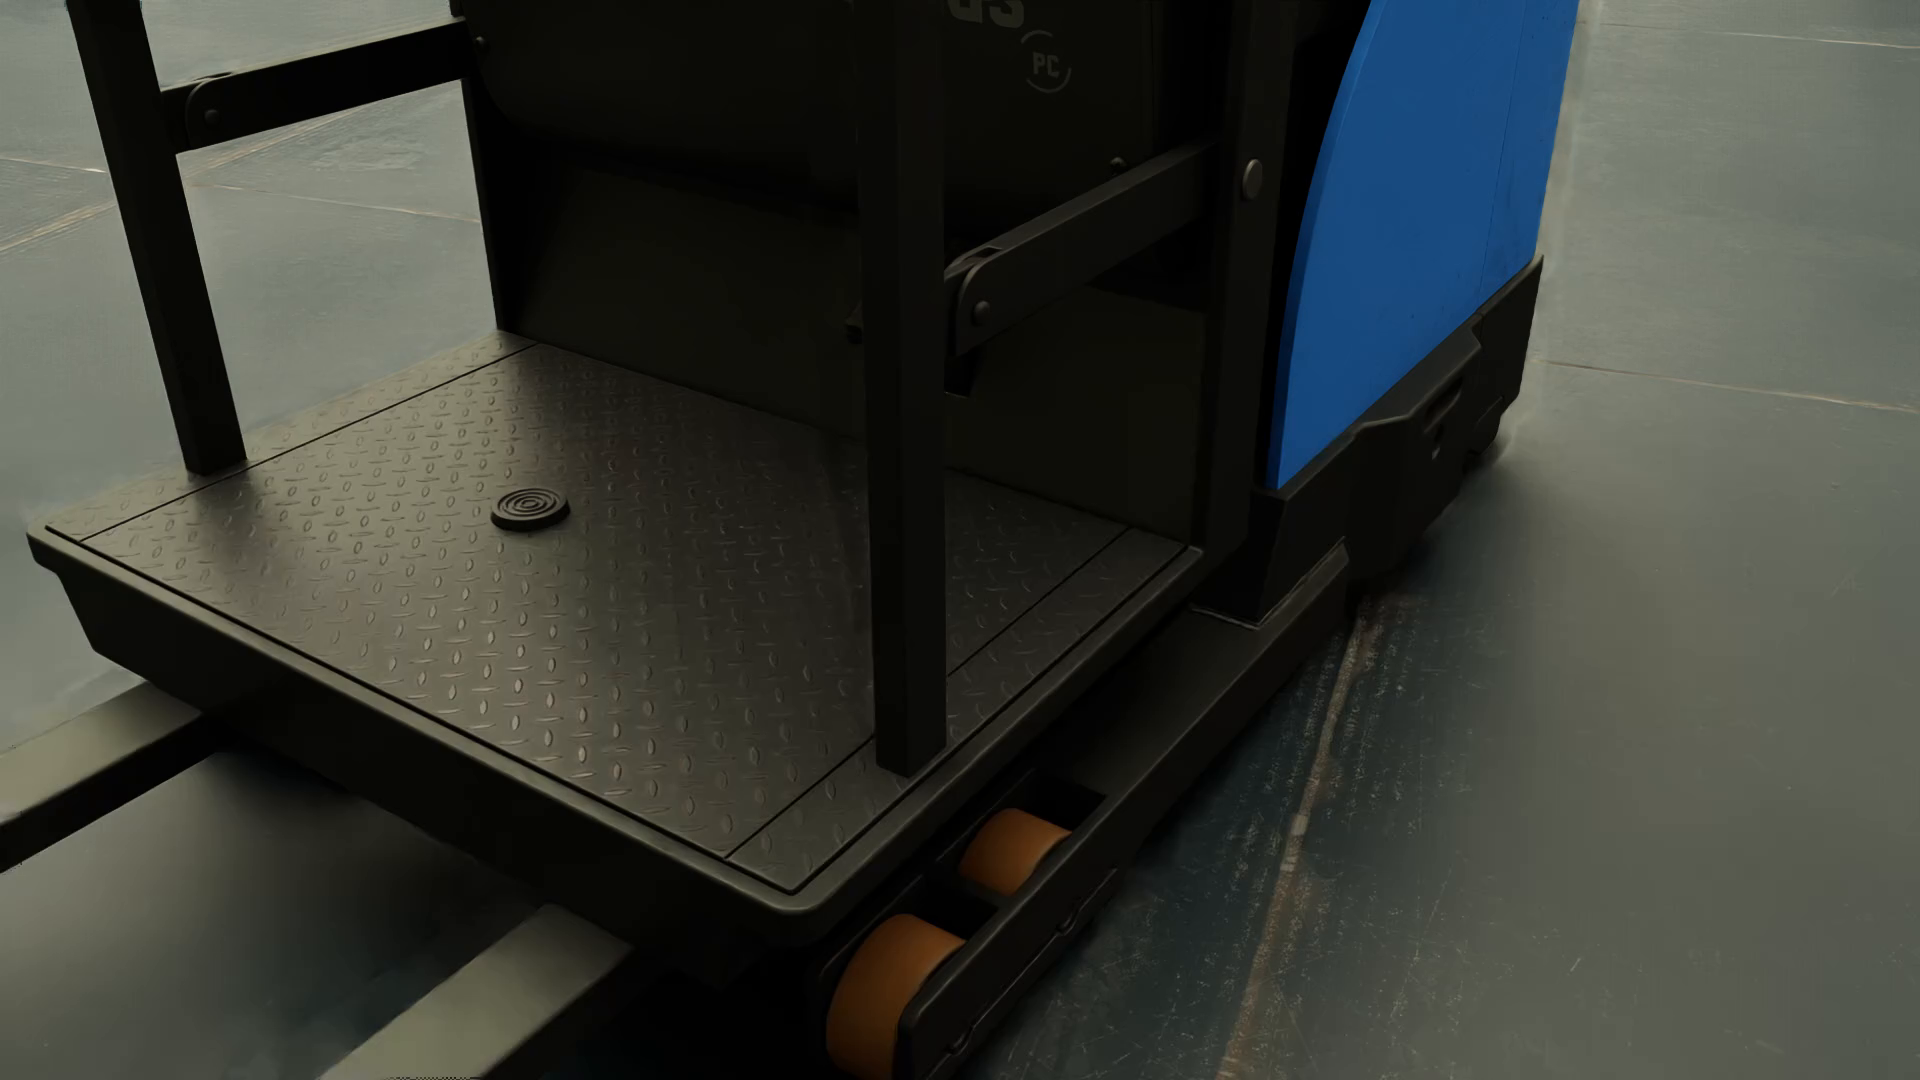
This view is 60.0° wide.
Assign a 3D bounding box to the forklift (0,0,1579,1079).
[{"bbox_3d":[-0.302,-1.019,1.326,1.130,2.935,3.031,19,34,29],"label":"forklift"}]
